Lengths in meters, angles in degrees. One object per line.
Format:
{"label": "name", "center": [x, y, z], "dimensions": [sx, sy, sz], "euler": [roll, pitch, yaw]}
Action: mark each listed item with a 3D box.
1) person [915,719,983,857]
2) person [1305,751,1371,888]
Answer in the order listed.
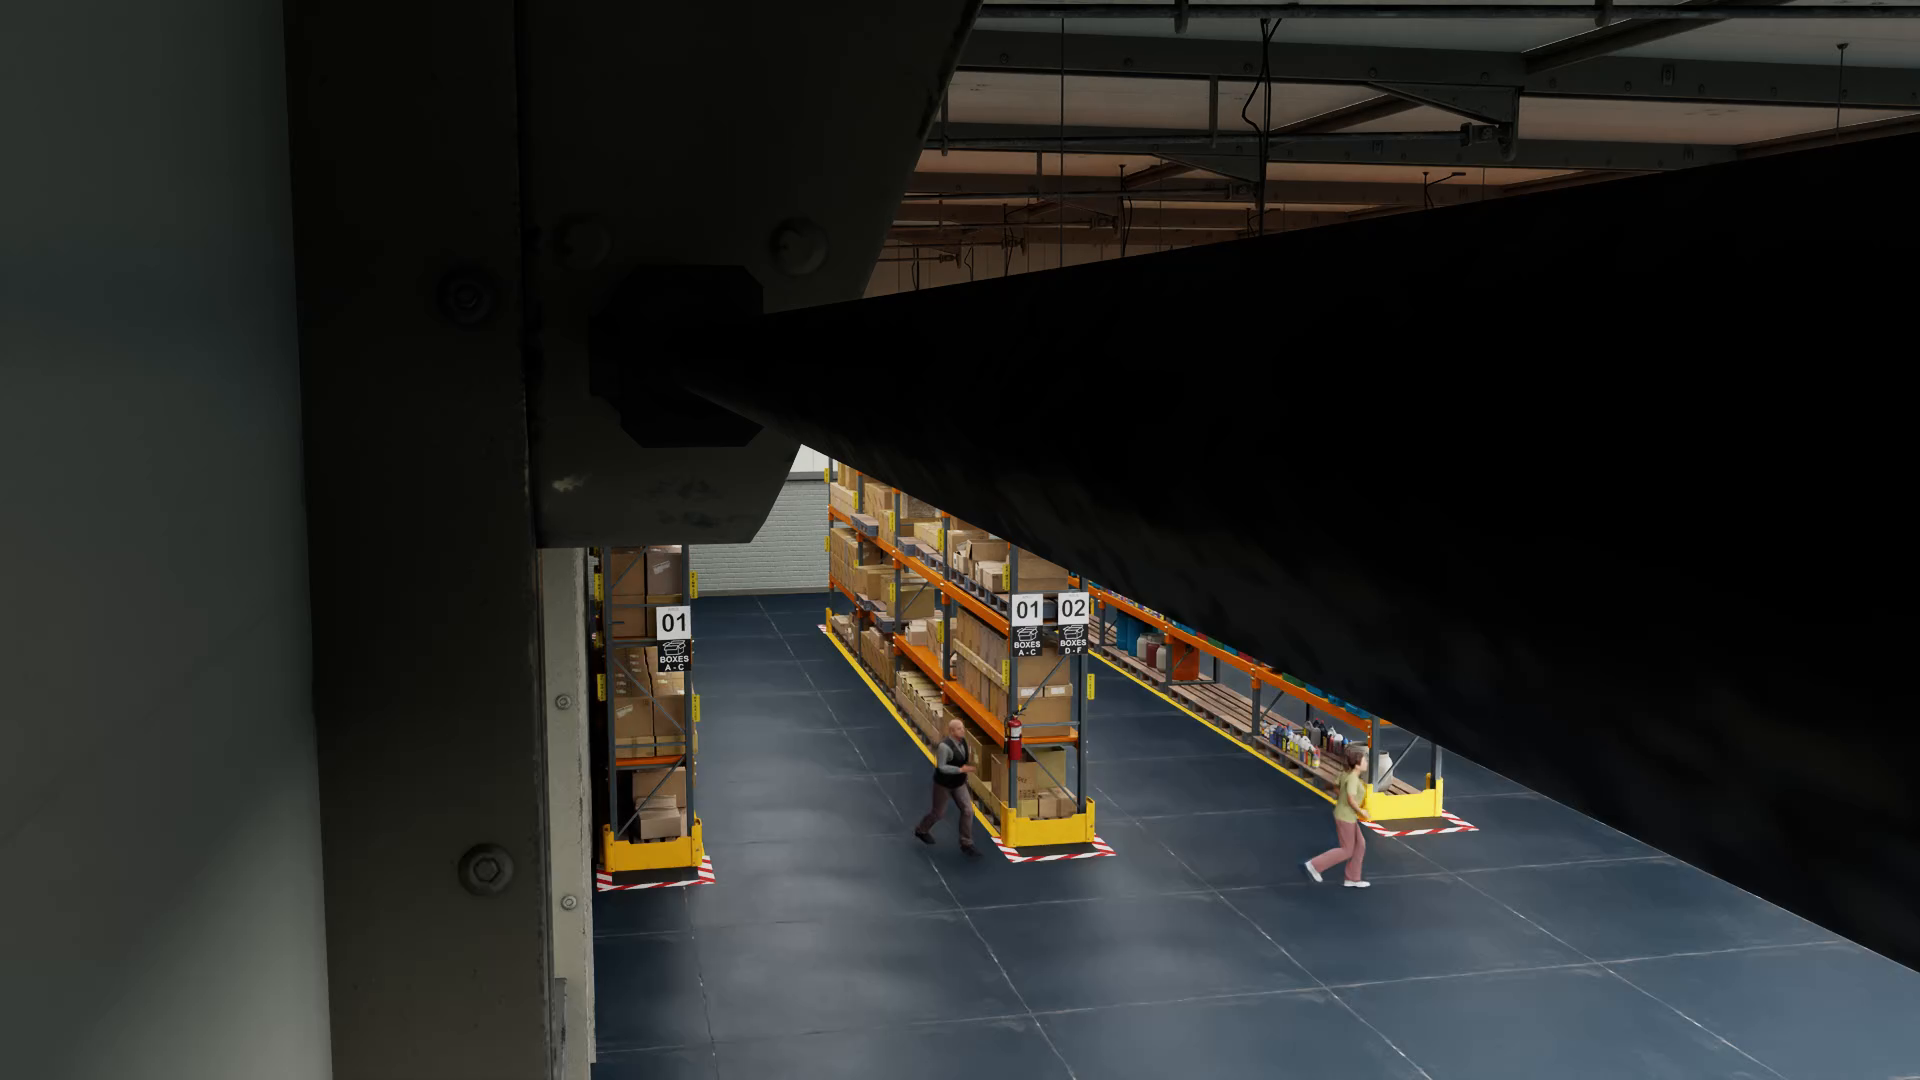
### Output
{"label": "person", "center": [-0.152, 3.045, 20.622], "dimensions": [0.985, 1.717, 0.663], "euler": [5, 9, 39]}
{"label": "person", "center": [4.403, 3.241, 19.316], "dimensions": [0.764, 1.607, 0.583], "euler": [0, 7, 4]}
